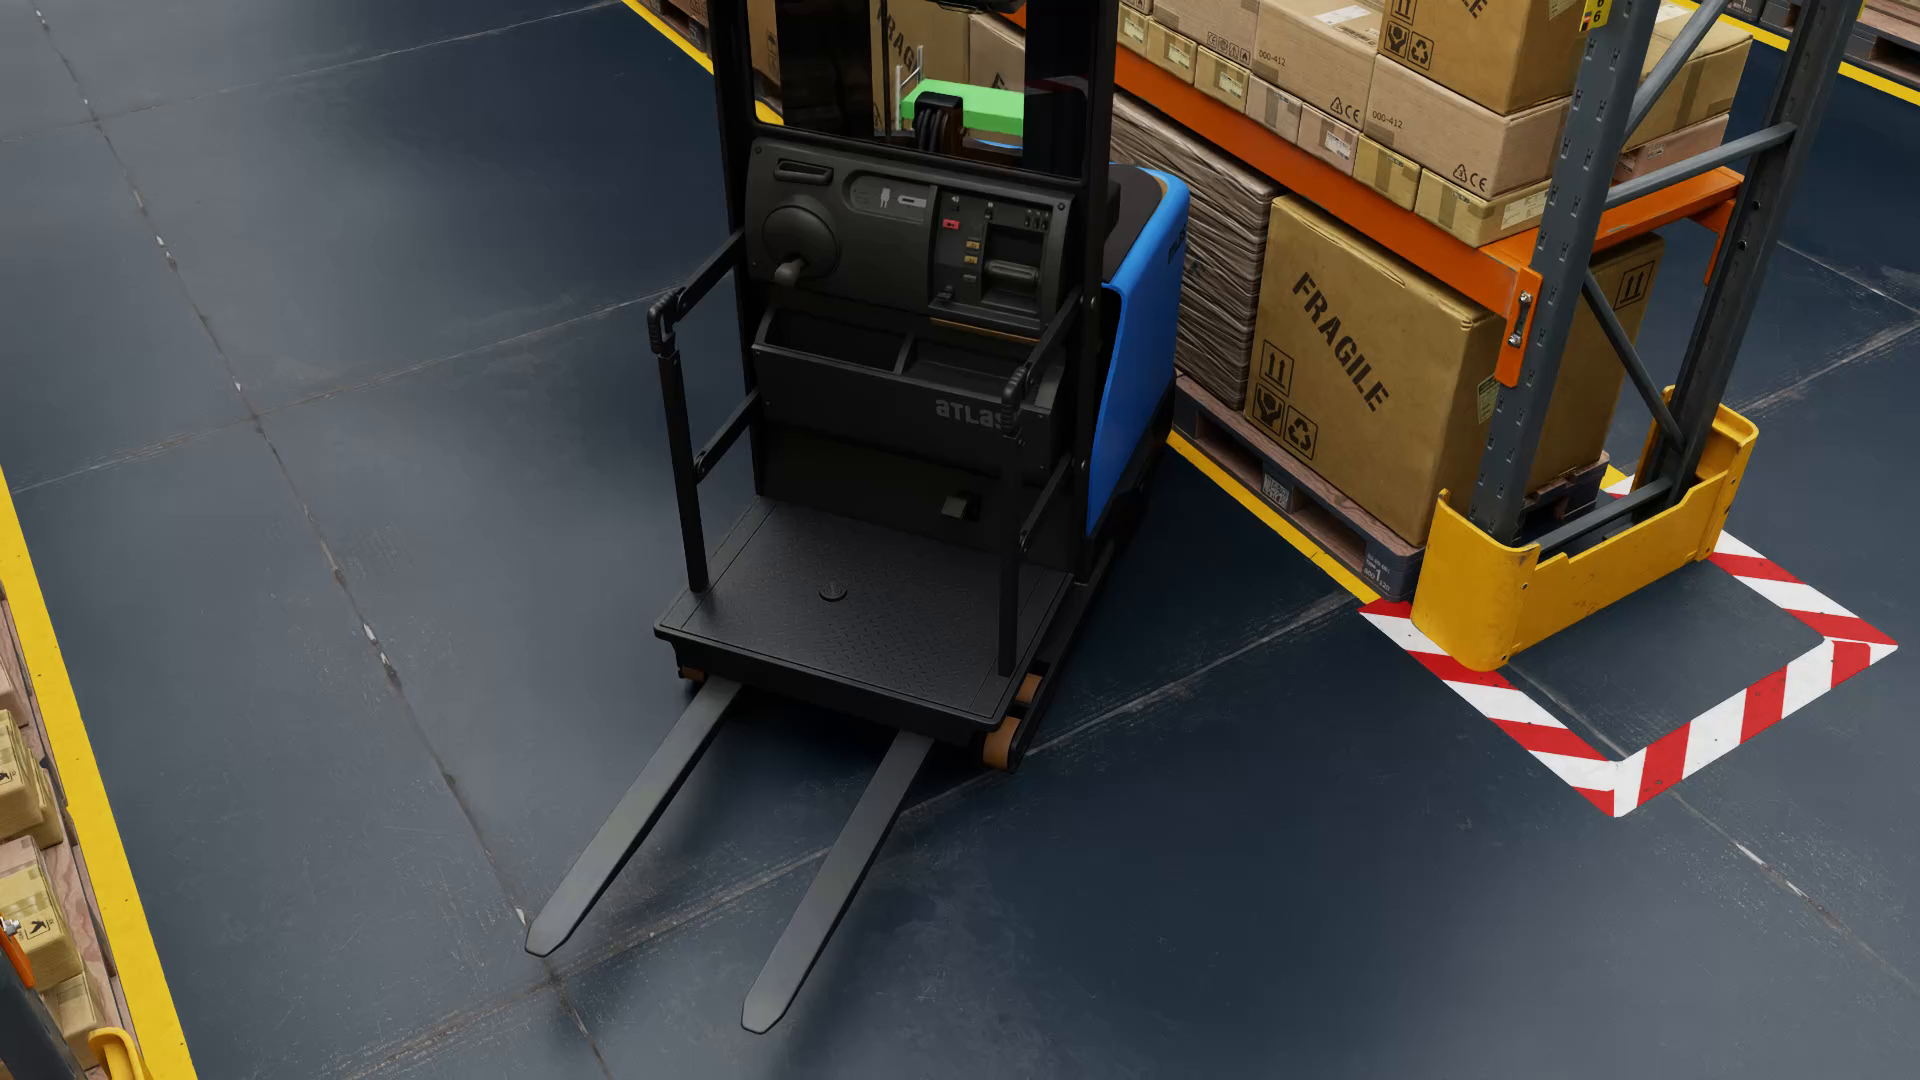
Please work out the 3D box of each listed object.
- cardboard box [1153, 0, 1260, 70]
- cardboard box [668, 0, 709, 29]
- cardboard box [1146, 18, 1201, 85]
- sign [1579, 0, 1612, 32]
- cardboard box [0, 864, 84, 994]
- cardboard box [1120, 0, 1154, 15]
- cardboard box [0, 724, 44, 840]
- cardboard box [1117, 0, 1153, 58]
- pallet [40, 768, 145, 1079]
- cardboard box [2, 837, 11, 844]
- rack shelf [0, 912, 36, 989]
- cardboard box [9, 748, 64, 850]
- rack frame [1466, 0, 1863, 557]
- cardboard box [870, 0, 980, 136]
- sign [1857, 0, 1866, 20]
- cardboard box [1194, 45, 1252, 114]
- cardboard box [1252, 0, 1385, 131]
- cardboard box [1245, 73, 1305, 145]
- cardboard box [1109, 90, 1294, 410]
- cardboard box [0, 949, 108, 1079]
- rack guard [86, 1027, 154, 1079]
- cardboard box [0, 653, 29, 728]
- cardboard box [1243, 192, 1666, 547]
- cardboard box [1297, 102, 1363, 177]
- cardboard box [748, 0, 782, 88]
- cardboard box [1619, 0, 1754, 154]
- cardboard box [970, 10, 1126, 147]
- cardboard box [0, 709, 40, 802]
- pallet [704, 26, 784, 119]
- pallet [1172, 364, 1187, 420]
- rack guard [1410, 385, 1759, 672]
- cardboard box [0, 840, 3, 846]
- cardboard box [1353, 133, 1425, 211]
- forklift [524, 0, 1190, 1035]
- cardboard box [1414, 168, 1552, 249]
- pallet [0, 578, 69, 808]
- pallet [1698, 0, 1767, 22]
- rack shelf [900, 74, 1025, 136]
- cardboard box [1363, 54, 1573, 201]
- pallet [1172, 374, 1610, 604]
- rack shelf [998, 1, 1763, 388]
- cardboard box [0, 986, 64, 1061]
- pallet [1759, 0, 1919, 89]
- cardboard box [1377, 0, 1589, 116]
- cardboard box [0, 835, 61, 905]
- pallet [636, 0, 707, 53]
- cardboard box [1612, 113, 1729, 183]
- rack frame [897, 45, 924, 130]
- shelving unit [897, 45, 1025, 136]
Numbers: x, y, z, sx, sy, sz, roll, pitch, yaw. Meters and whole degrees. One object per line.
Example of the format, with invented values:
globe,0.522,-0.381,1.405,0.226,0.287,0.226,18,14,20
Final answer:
cardboard box,0.989,-1.801,5.452,0.500,0.250,0.500,-24,45,-26
cardboard box,-0.973,-3.350,8.758,1.225,0.875,0.875,-24,45,-26
cardboard box,0.860,-1.698,5.641,0.380,0.149,0.250,-22,45,-24
sign,1.555,-1.382,3.975,0.100,0.325,0.005,-22,45,-24
cardboard box,-2.212,0.933,3.721,0.380,0.149,0.250,-24,46,-26
cardboard box,0.706,-2.080,5.788,0.500,0.250,0.500,-22,45,-24
cardboard box,-2.489,0.646,4.066,0.380,0.149,0.250,-22,45,-25
cardboard box,0.729,-1.833,5.802,0.380,0.149,0.250,-21,44,-24
pallet,-2.665,1.207,4.136,1.003,0.211,1.213,-22,45,-24
cardboard box,-2.578,0.924,4.197,0.380,0.149,0.250,-22,44,-24
rack shelf,-3.292,-0.175,4.179,1.077,0.370,4.000,-22,45,-24
cardboard box,-2.623,0.748,4.408,0.380,0.149,0.250,-22,44,-24
rack frame,2.020,-1.025,4.637,1.000,3.000,0.127,-22,45,-24
cardboard box,0.156,-2.145,7.313,0.875,0.875,0.875,-22,45,-24
sign,2.491,-1.576,4.560,0.100,0.325,0.005,-22,45,-24
cardboard box,1.000,-1.558,5.473,0.380,0.149,0.250,-23,45,-25
cardboard box,1.263,-1.526,5.123,0.500,0.250,0.500,-23,45,-25
cardboard box,1.141,-1.419,5.306,0.380,0.149,0.250,-21,44,-24
cardboard box,1.119,-1.179,6.154,0.875,0.875,0.875,-22,45,-24
cardboard box,-2.228,1.169,3.903,0.380,0.149,0.250,-21,44,-24
rack guard,-2.257,1.547,3.503,1.175,0.500,0.348,-22,45,-24
cardboard box,-2.901,0.479,4.731,0.380,0.149,0.250,-24,46,-26
cardboard box,1.608,-0.688,5.564,0.875,0.875,0.875,-22,45,-24
cardboard box,1.275,-1.284,5.144,0.380,0.149,0.250,-22,45,-24
cardboard box,-0.492,-2.868,8.180,1.225,0.875,0.875,-22,45,-24
cardboard box,1.989,-1.434,5.012,0.500,0.250,0.500,-23,45,-25
cardboard box,0.640,-1.660,6.730,0.875,0.875,0.875,-22,45,-24
cardboard box,-2.634,0.631,4.316,0.380,0.149,0.250,-21,44,-23
pallet,-0.610,-2.503,8.589,1.003,0.211,1.213,-22,45,-24
pallet,0.872,-1.016,6.805,1.003,0.211,1.213,-22,45,-24
rack guard,2.033,-0.052,5.422,1.175,0.500,0.348,-22,45,-24
cardboard box,-2.588,0.807,4.105,0.380,0.149,0.250,-22,44,-24
cardboard box,1.409,-1.147,4.980,0.380,0.149,0.250,-22,44,-24
forklift,-0.230,-0.751,4.361,1.130,2.935,3.031,14,42,16
cardboard box,1.551,-1.007,4.812,0.380,0.149,0.250,-21,44,-24
pallet,-3.316,0.549,4.926,1.003,0.211,1.213,-22,45,-24
pallet,4.473,-3.434,9.706,1.003,0.211,1.213,-22,45,-24
rack shelf,0.051,-1.532,5.989,0.480,0.148,0.258,12,37,14
cardboard box,1.535,-1.252,4.794,0.500,0.250,0.500,-23,45,-25
pallet,1.524,-0.358,6.015,1.003,0.211,1.213,-22,45,-24
rack shelf,0.944,-1.828,6.163,1.077,0.370,4.000,-22,45,-24
cardboard box,-2.282,1.076,3.782,0.380,0.149,0.250,-20,44,-23
pallet,5.133,-2.775,8.915,1.003,0.211,1.213,-22,45,-24
cardboard box,1.536,-1.542,4.557,0.500,0.500,0.500,-22,44,-24
cardboard box,-2.382,0.909,3.983,0.380,0.149,0.250,-22,45,-25
pallet,-1.270,-3.162,9.380,1.003,0.211,1.213,-22,45,-24
cardboard box,2.107,-1.234,5.084,0.380,0.149,0.250,-22,44,-24
rack frame,-0.191,-1.244,6.291,0.015,1.200,0.240,12,37,14
shelving unit,0.040,-1.194,6.231,0.503,1.200,0.258,12,37,14
